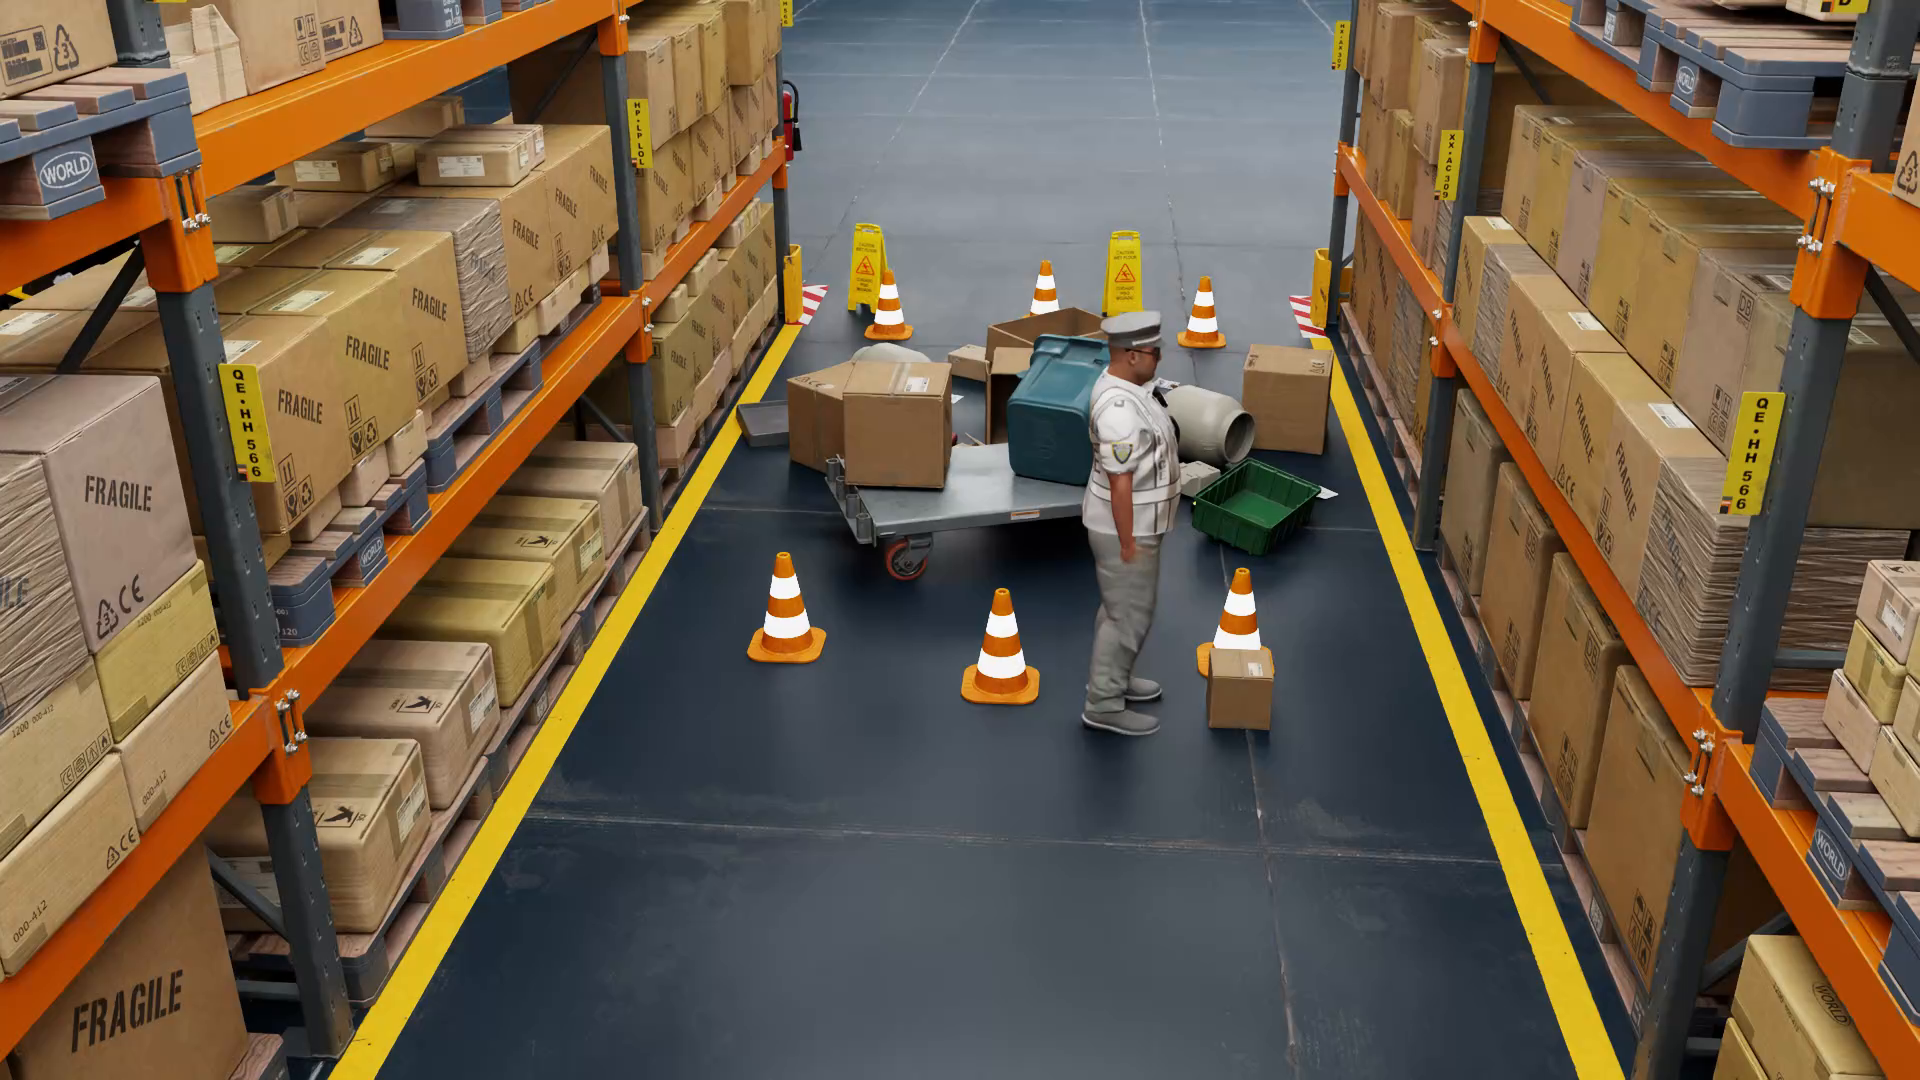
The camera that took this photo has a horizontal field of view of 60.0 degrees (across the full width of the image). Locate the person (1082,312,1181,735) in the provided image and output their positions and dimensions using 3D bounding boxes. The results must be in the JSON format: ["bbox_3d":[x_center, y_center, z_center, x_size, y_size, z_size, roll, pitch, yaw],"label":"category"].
[{"bbox_3d":[0.693,-0.072,6.779,0.391,1.750,0.529,2,24,5],"label":"person"}]
